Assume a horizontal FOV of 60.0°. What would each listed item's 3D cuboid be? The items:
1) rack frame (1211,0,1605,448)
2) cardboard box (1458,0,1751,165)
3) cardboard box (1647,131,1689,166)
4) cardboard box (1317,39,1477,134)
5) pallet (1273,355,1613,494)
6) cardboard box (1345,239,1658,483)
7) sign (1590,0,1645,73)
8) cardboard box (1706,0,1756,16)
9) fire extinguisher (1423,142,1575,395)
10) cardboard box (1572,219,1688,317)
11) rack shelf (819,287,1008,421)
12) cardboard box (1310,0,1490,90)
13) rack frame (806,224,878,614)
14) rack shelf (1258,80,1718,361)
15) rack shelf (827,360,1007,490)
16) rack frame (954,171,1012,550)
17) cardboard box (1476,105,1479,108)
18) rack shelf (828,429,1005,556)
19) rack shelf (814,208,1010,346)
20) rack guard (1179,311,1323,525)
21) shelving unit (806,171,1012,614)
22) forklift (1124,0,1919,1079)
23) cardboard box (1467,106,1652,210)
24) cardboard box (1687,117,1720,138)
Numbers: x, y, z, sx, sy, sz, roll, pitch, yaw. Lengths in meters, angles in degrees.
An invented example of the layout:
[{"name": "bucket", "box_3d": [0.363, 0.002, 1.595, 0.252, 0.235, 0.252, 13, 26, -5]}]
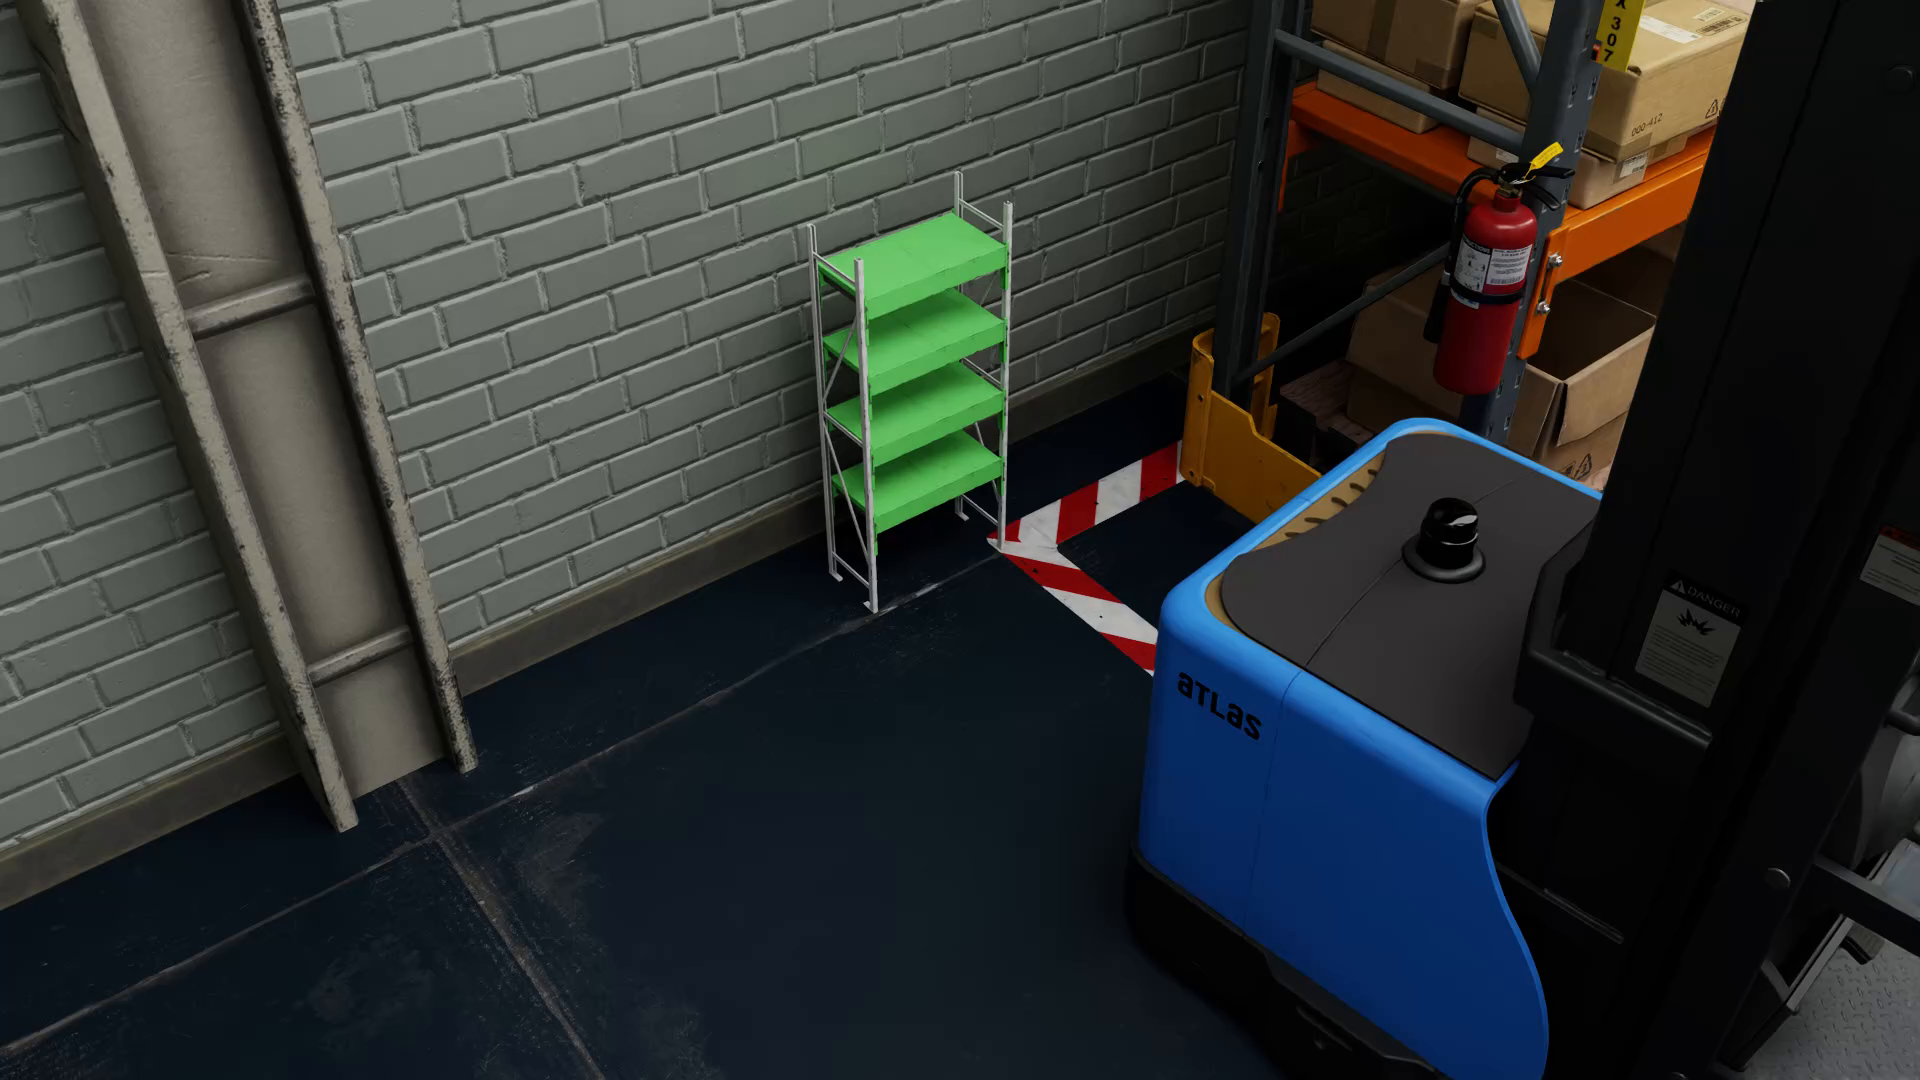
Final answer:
[{"name": "rack frame", "box_3d": [1.135, -1.139, 4.274, 0.127, 3.000, 1.000, -26, 46, -28]}, {"name": "cardboard box", "box_3d": [1.659, -1.236, 4.276, 0.500, 0.250, 0.500, -26, 46, -28]}, {"name": "cardboard box", "box_3d": [1.737, -1.153, 4.489, 0.250, 0.149, 0.380, -25, 45, -27]}, {"name": "cardboard box", "box_3d": [1.235, -1.305, 4.674, 0.250, 0.149, 0.380, -27, 46, -29]}, {"name": "pallet", "box_3d": [1.827, -0.399, 5.570, 1.213, 0.211, 1.003, -26, 46, -28]}, {"name": "cardboard box", "box_3d": [1.678, -0.525, 5.163, 0.637, 0.503, 0.797, -28, 47, -30]}, {"name": "sign", "box_3d": [1.466, -1.201, 3.667, 0.005, 0.325, 0.100, -26, 46, -28]}, {"name": "cardboard box", "box_3d": [2.059, -1.431, 4.513, 0.500, 0.250, 0.500, -25, 46, -28]}, {"name": "fire extinguisher", "box_3d": [1.300, -0.676, 4.064, 0.183, 0.674, 0.296, -26, 46, -28]}, {"name": "cardboard box", "box_3d": [2.380, -0.835, 5.543, 0.500, 0.500, 0.700, -24, 45, -26]}, {"name": "rack shelf", "box_3d": [-0.131, -0.536, 4.680, 0.480, 0.148, 0.258, -26, 46, -28]}, {"name": "cardboard box", "box_3d": [1.338, -1.508, 4.607, 0.500, 0.250, 0.500, -25, 45, -27]}, {"name": "rack frame", "box_3d": [-0.325, -0.306, 4.676, 0.015, 1.200, 0.240, -26, 46, -28]}, {"name": "rack shelf", "box_3d": [2.721, -1.634, 5.444, 4.000, 0.370, 1.077, -26, 46, -28]}, {"name": "rack shelf", "box_3d": [-0.131, -0.351, 4.832, 0.480, 0.148, 0.258, -26, 46, -28]}, {"name": "rack frame", "box_3d": [0.062, -0.494, 4.906, 0.015, 1.200, 0.240, -26, 46, -28]}, {"name": "cardboard box", "box_3d": [1.473, -1.373, 4.756, 0.250, 0.149, 0.380, -25, 45, -27]}, {"name": "rack shelf", "box_3d": [-0.131, -0.165, 4.984, 0.480, 0.148, 0.258, -26, 46, -28]}, {"name": "rack shelf", "box_3d": [-0.131, -0.722, 4.527, 0.480, 0.148, 0.258, -26, 46, -28]}, {"name": "rack guard", "box_3d": [1.196, -0.202, 5.103, 0.348, 0.500, 1.175, -26, 46, -28]}, {"name": "shelving unit", "box_3d": [-0.131, -0.400, 4.791, 0.503, 1.200, 0.258, -26, 46, -28]}, {"name": "forklift", "box_3d": [1.803, 0.253, 2.630, 3.031, 2.935, 1.130, 32, 49, 33]}, {"name": "cardboard box", "box_3d": [1.563, -1.031, 4.340, 0.250, 0.149, 0.380, -26, 46, -28]}, {"name": "cardboard box", "box_3d": [1.924, -1.272, 4.634, 0.250, 0.149, 0.380, -27, 46, -29]}]
